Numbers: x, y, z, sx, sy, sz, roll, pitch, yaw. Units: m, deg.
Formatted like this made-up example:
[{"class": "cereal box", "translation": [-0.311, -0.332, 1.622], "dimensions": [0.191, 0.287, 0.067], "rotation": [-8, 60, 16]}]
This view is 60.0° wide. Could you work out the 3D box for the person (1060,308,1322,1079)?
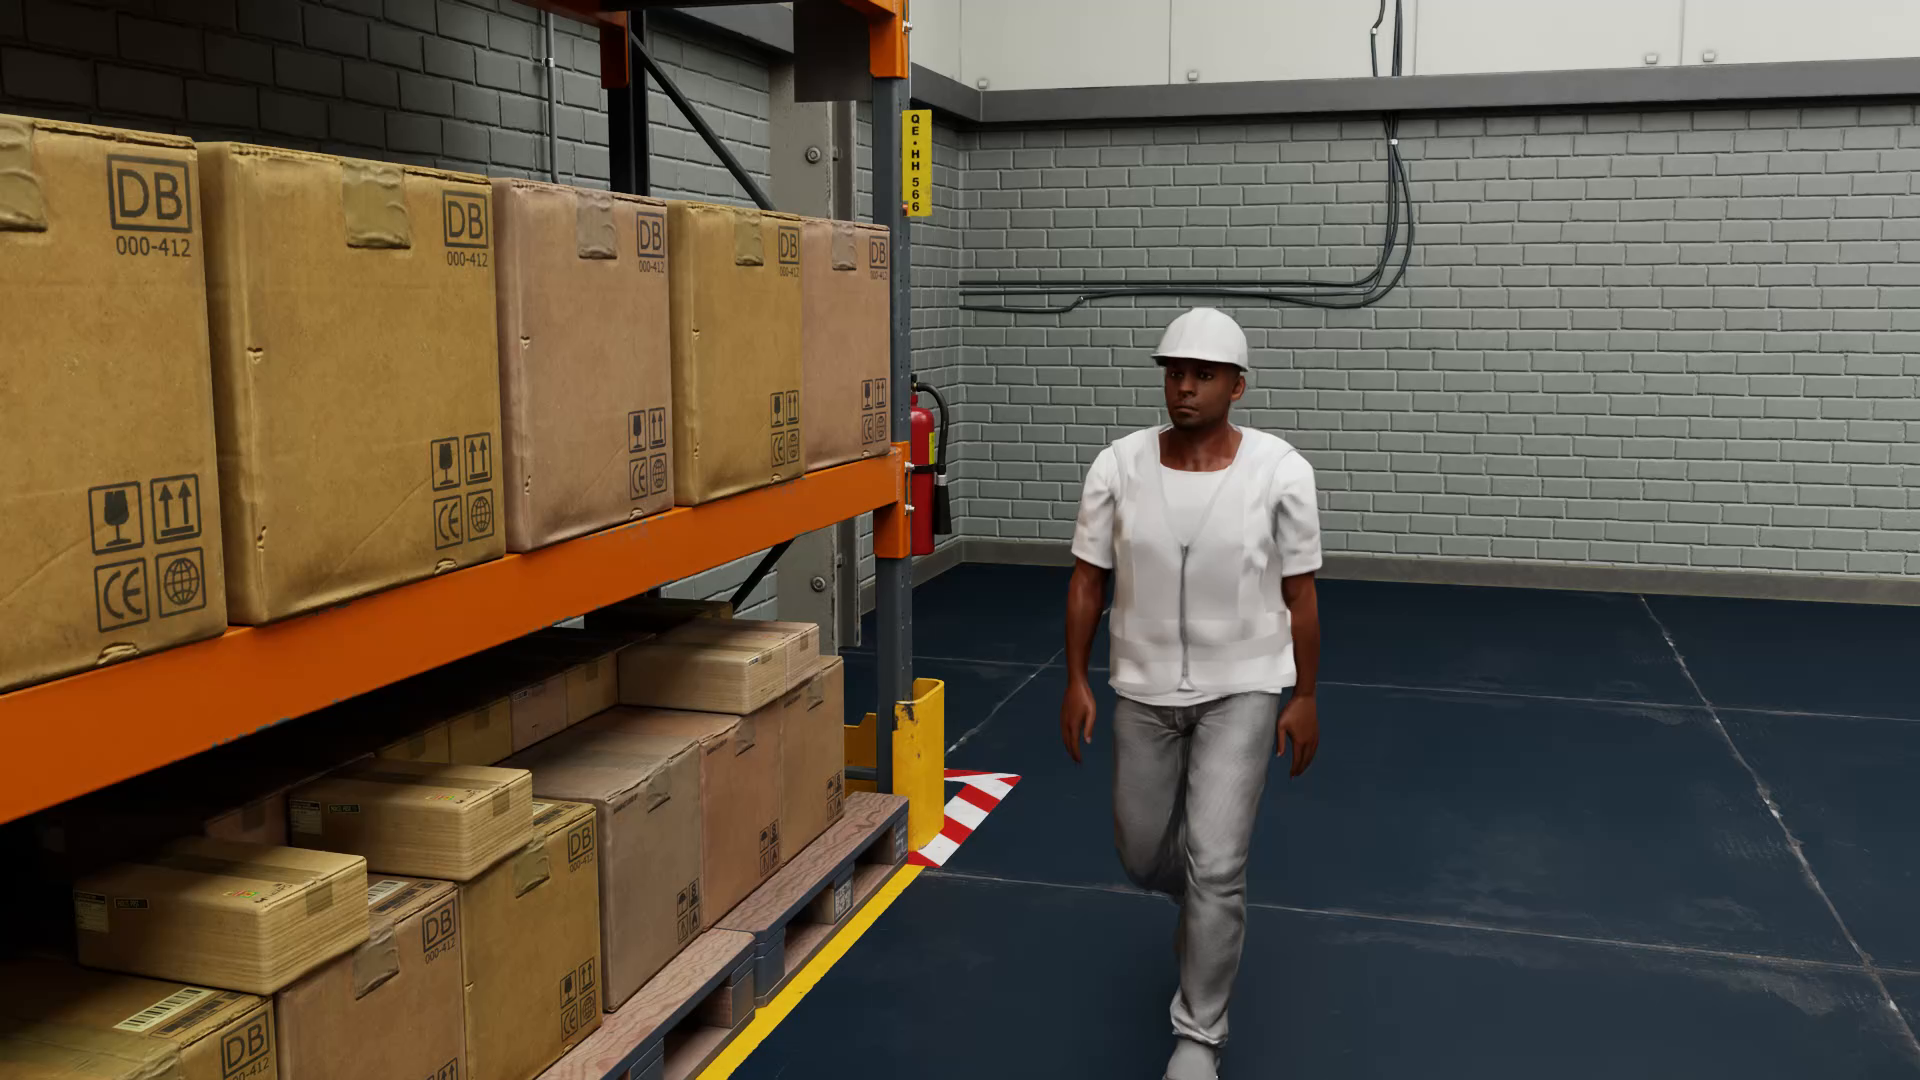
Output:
[{"class": "person", "translation": [0.540, 0.335, 3.893], "dimensions": [0.596, 1.742, 0.842], "rotation": [3, 9, 20]}]
